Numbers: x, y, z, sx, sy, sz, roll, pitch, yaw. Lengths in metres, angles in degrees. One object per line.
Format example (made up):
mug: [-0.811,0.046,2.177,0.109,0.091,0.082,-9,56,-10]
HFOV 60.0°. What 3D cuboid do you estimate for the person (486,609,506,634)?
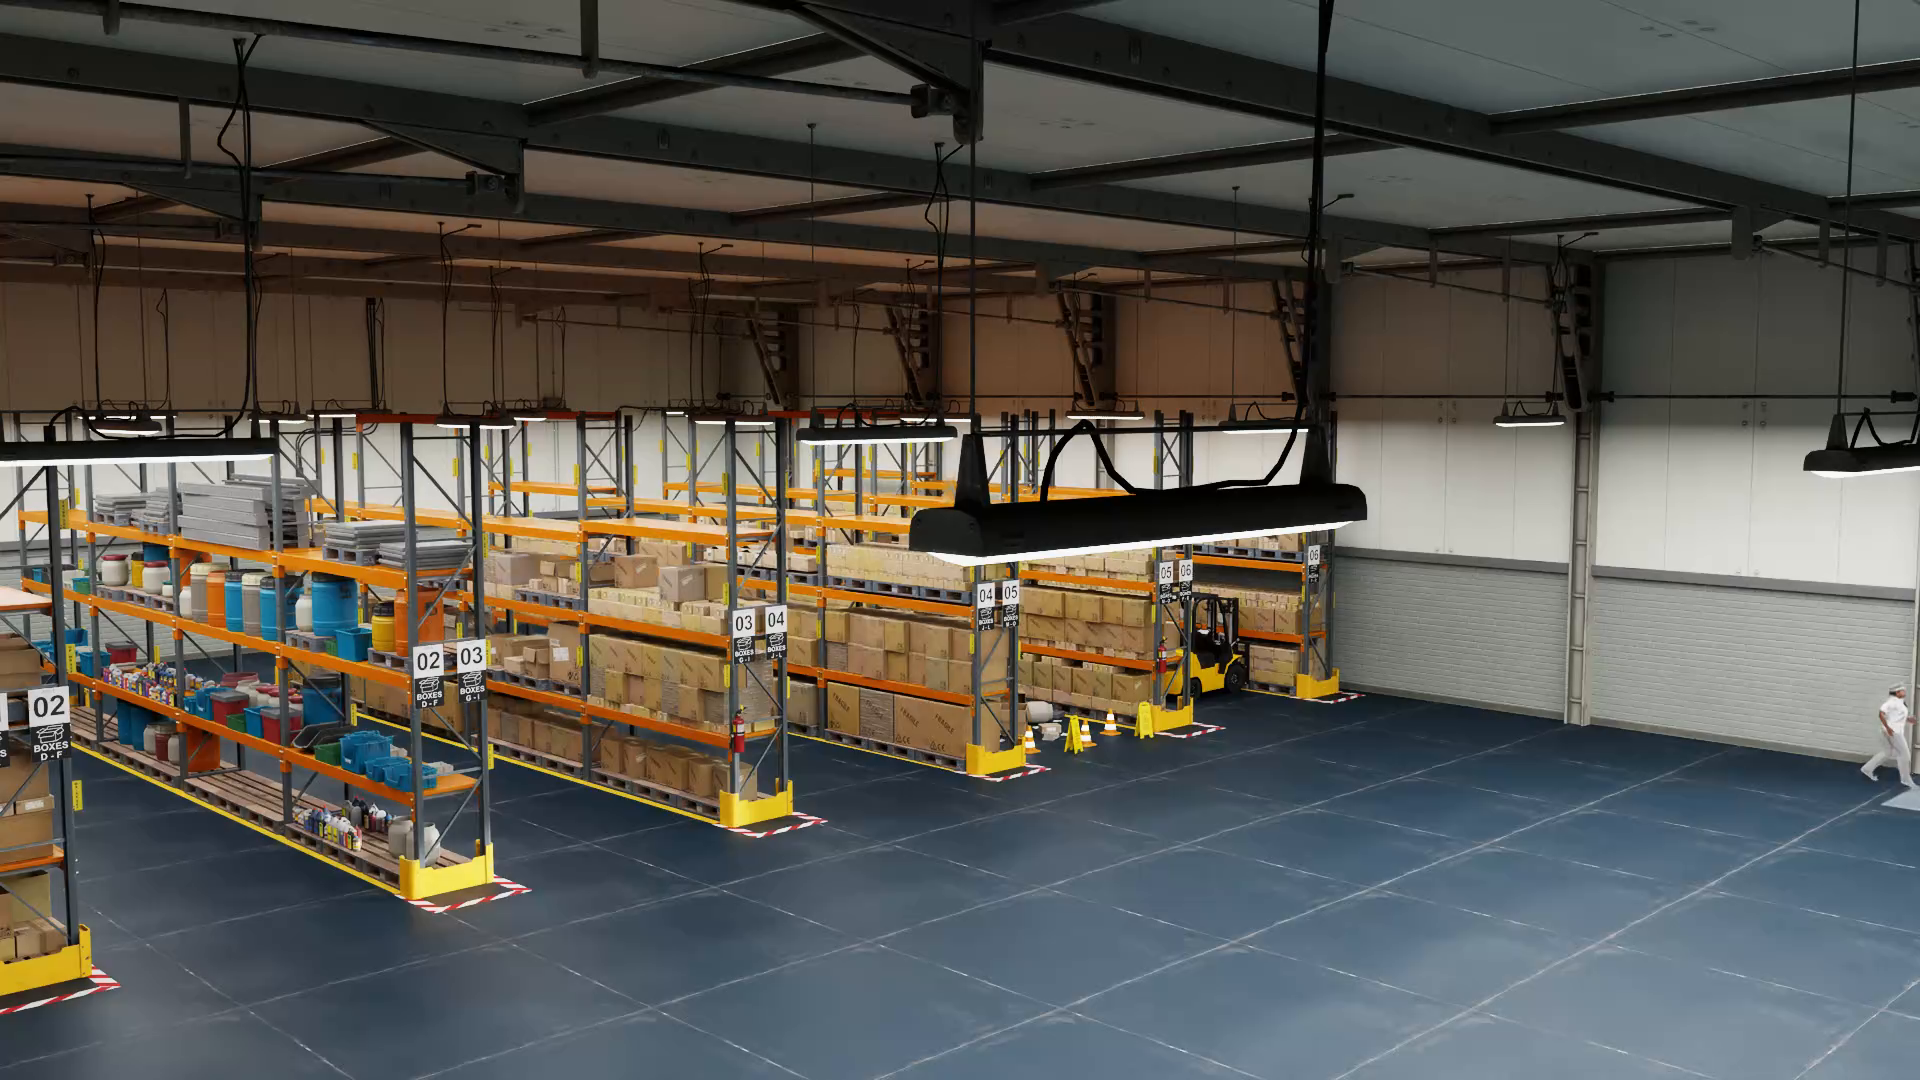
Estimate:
person: [-11.239,1.949,40.659,0.667,1.783,0.698,-1,5,-14]

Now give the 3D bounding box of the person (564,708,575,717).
person: [-7.538,2.691,32.058,0.625,1.719,0.700,4,7,40]

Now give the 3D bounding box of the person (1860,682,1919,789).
person: [15.138,3.142,27.012,0.851,1.727,0.570,2,5,25]
